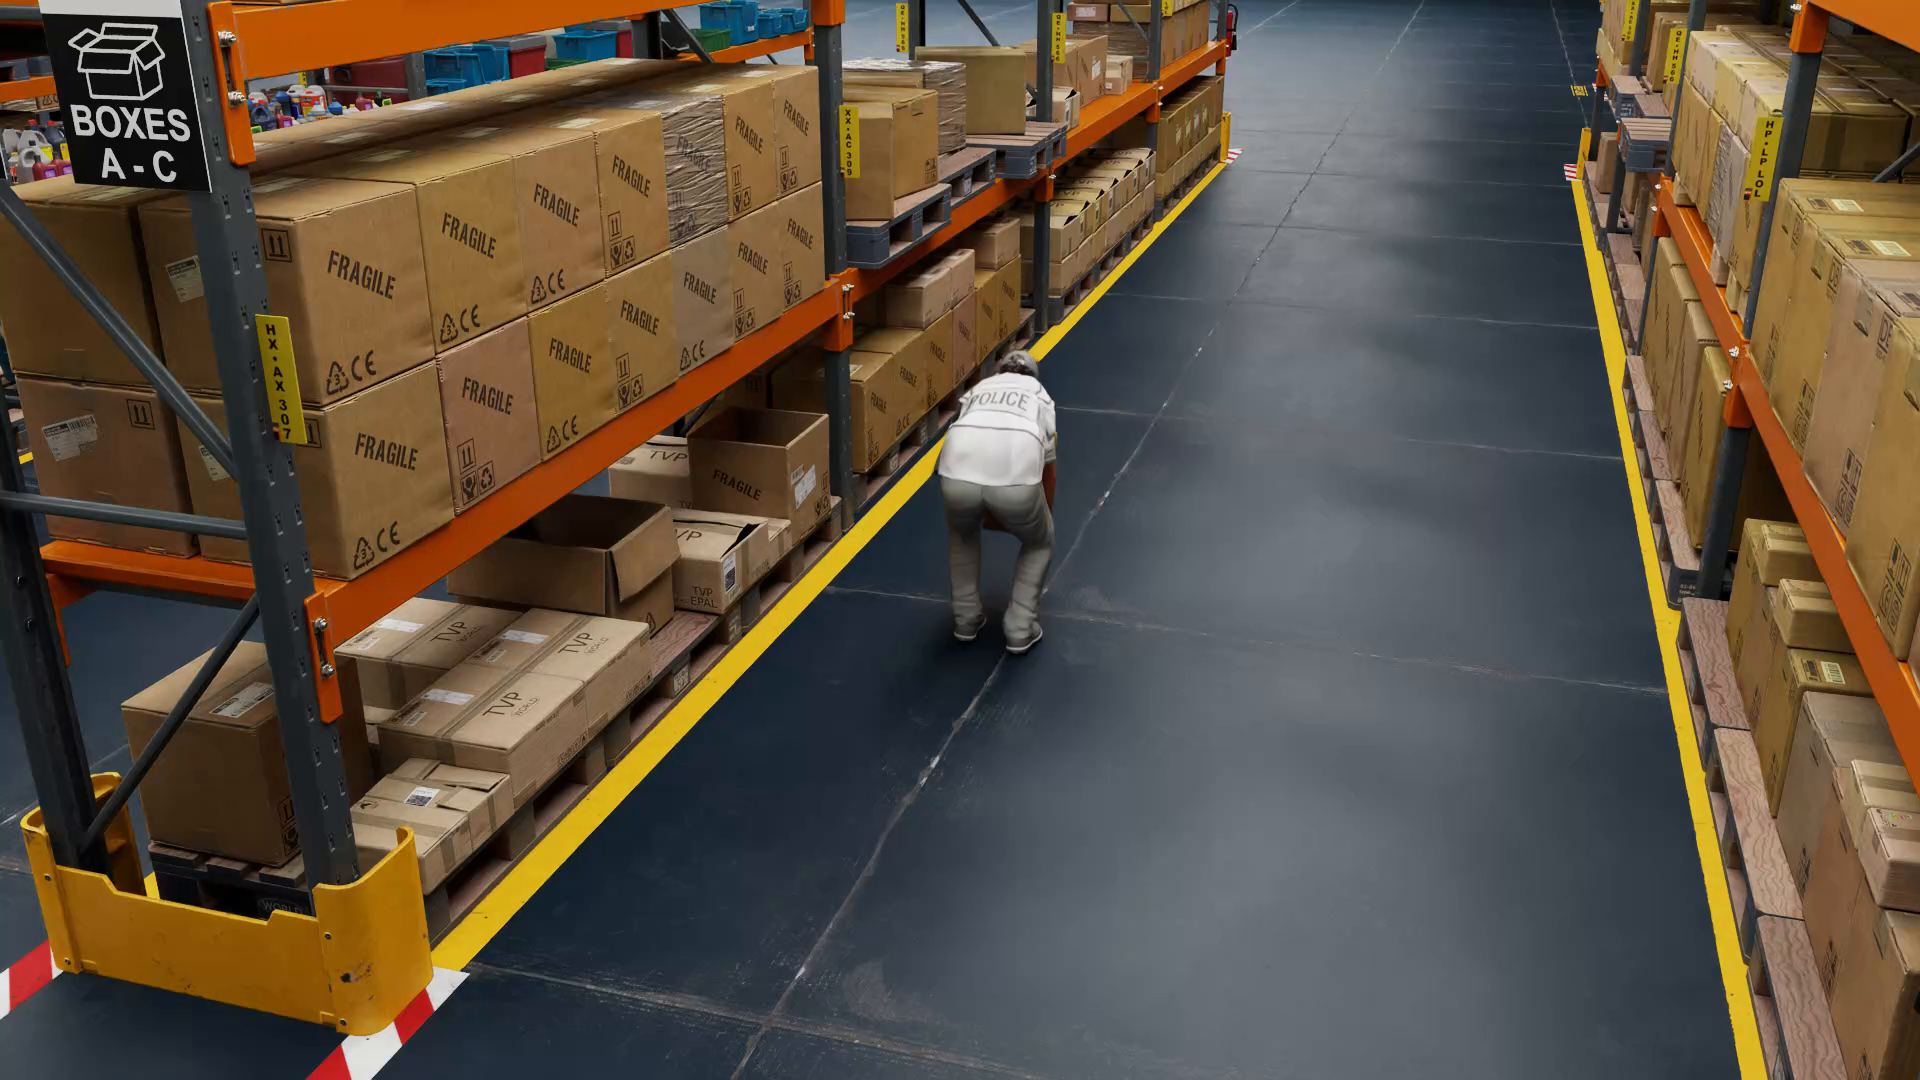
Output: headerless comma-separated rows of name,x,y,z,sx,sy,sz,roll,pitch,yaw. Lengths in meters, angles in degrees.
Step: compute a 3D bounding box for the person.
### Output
person,0.193,-0.162,7.174,0.475,1.153,0.921,5,23,13
